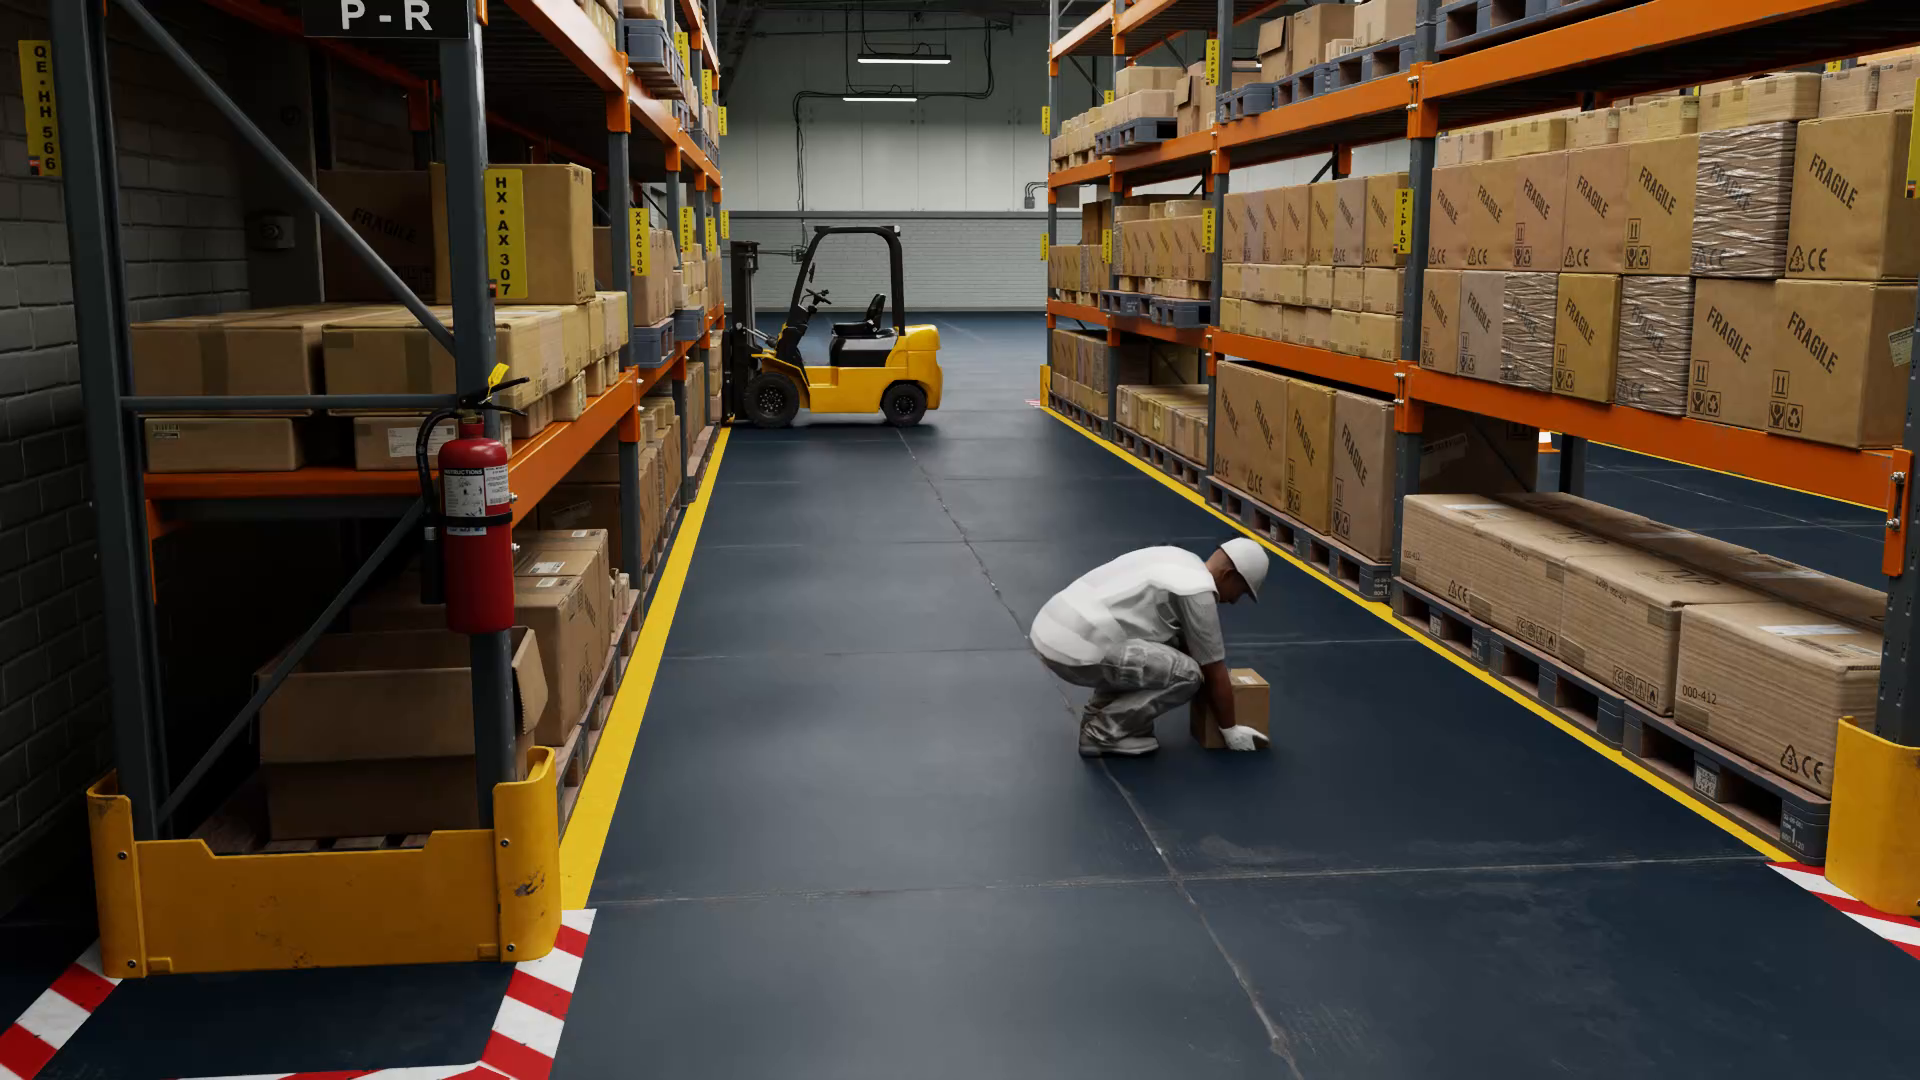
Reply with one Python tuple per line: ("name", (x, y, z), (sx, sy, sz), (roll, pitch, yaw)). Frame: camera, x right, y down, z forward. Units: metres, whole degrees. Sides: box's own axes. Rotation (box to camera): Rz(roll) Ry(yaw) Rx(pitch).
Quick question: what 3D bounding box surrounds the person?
("person", (0.741, 0.438, 6.462), (0.937, 0.876, 0.575), (-1, 10, -6))
